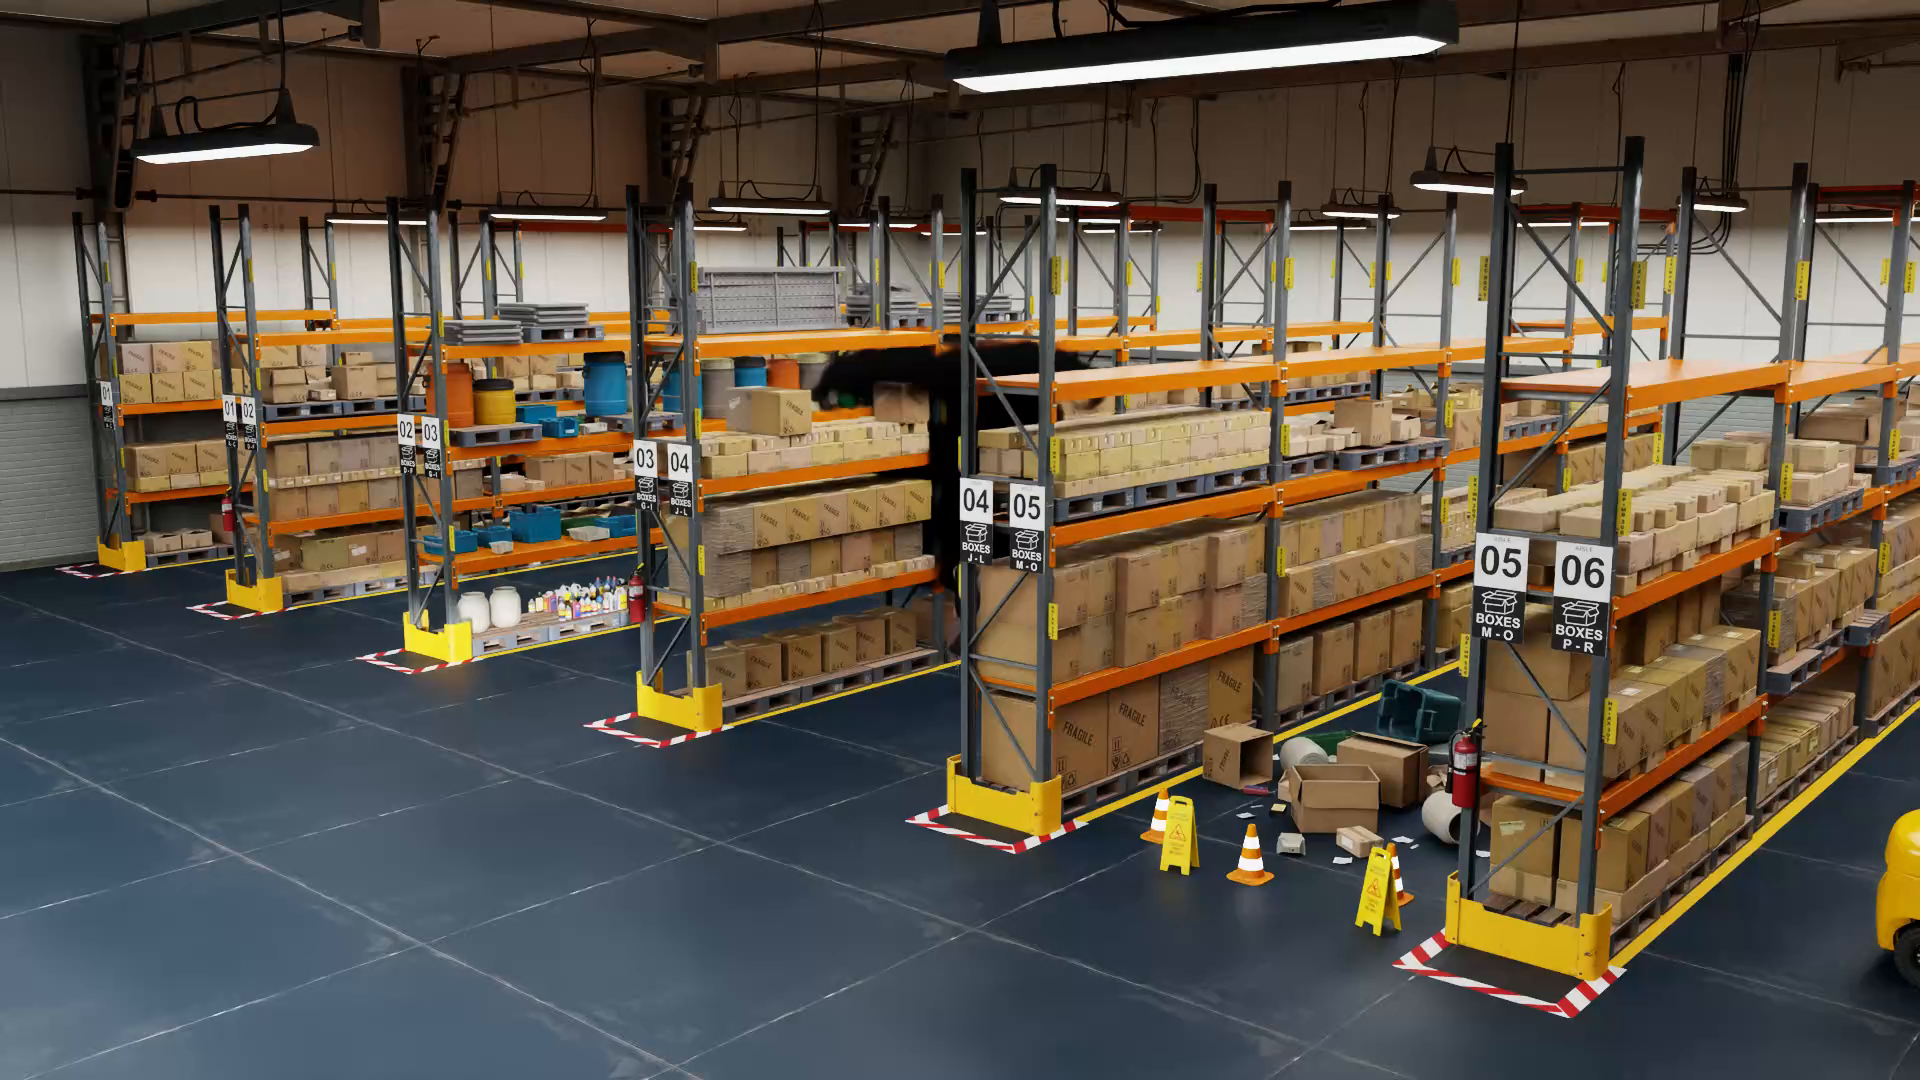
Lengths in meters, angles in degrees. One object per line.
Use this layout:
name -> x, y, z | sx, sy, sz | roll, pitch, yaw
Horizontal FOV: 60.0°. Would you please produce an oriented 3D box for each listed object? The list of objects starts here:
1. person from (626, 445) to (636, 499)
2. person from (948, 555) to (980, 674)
person -> -6.603, -1.400, 34.514 | 0.560, 1.739, 0.847 | 7, 12, 38
person -> 0.134, 0.898, 19.721 | 0.648, 1.626, 0.649 | 8, 12, 38
